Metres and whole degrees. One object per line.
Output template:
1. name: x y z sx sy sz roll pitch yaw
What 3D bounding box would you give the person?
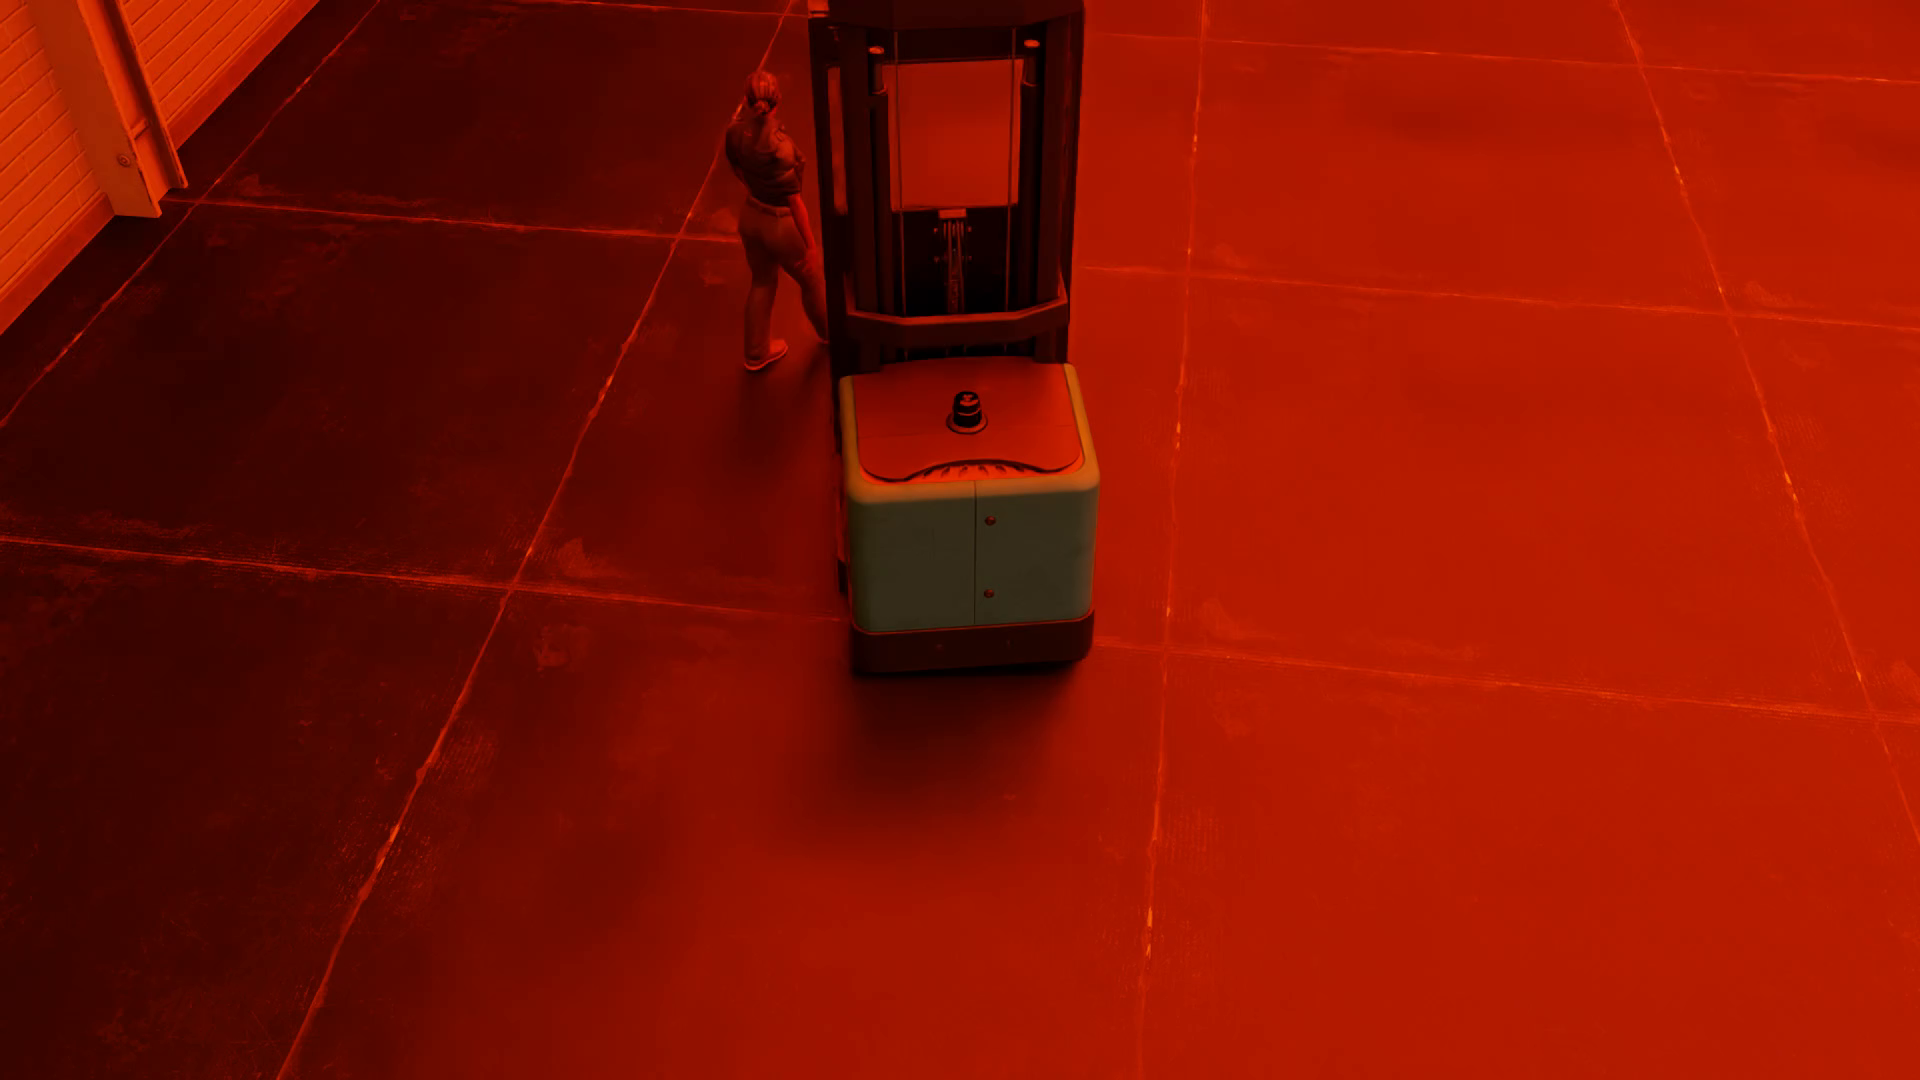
1. person: -0.869 -1.658 8.491 0.625 1.636 0.706 29 50 27

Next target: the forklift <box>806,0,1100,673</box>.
1. forklift: -0.077 -1.499 7.357 1.130 2.935 3.031 -4 43 -4
